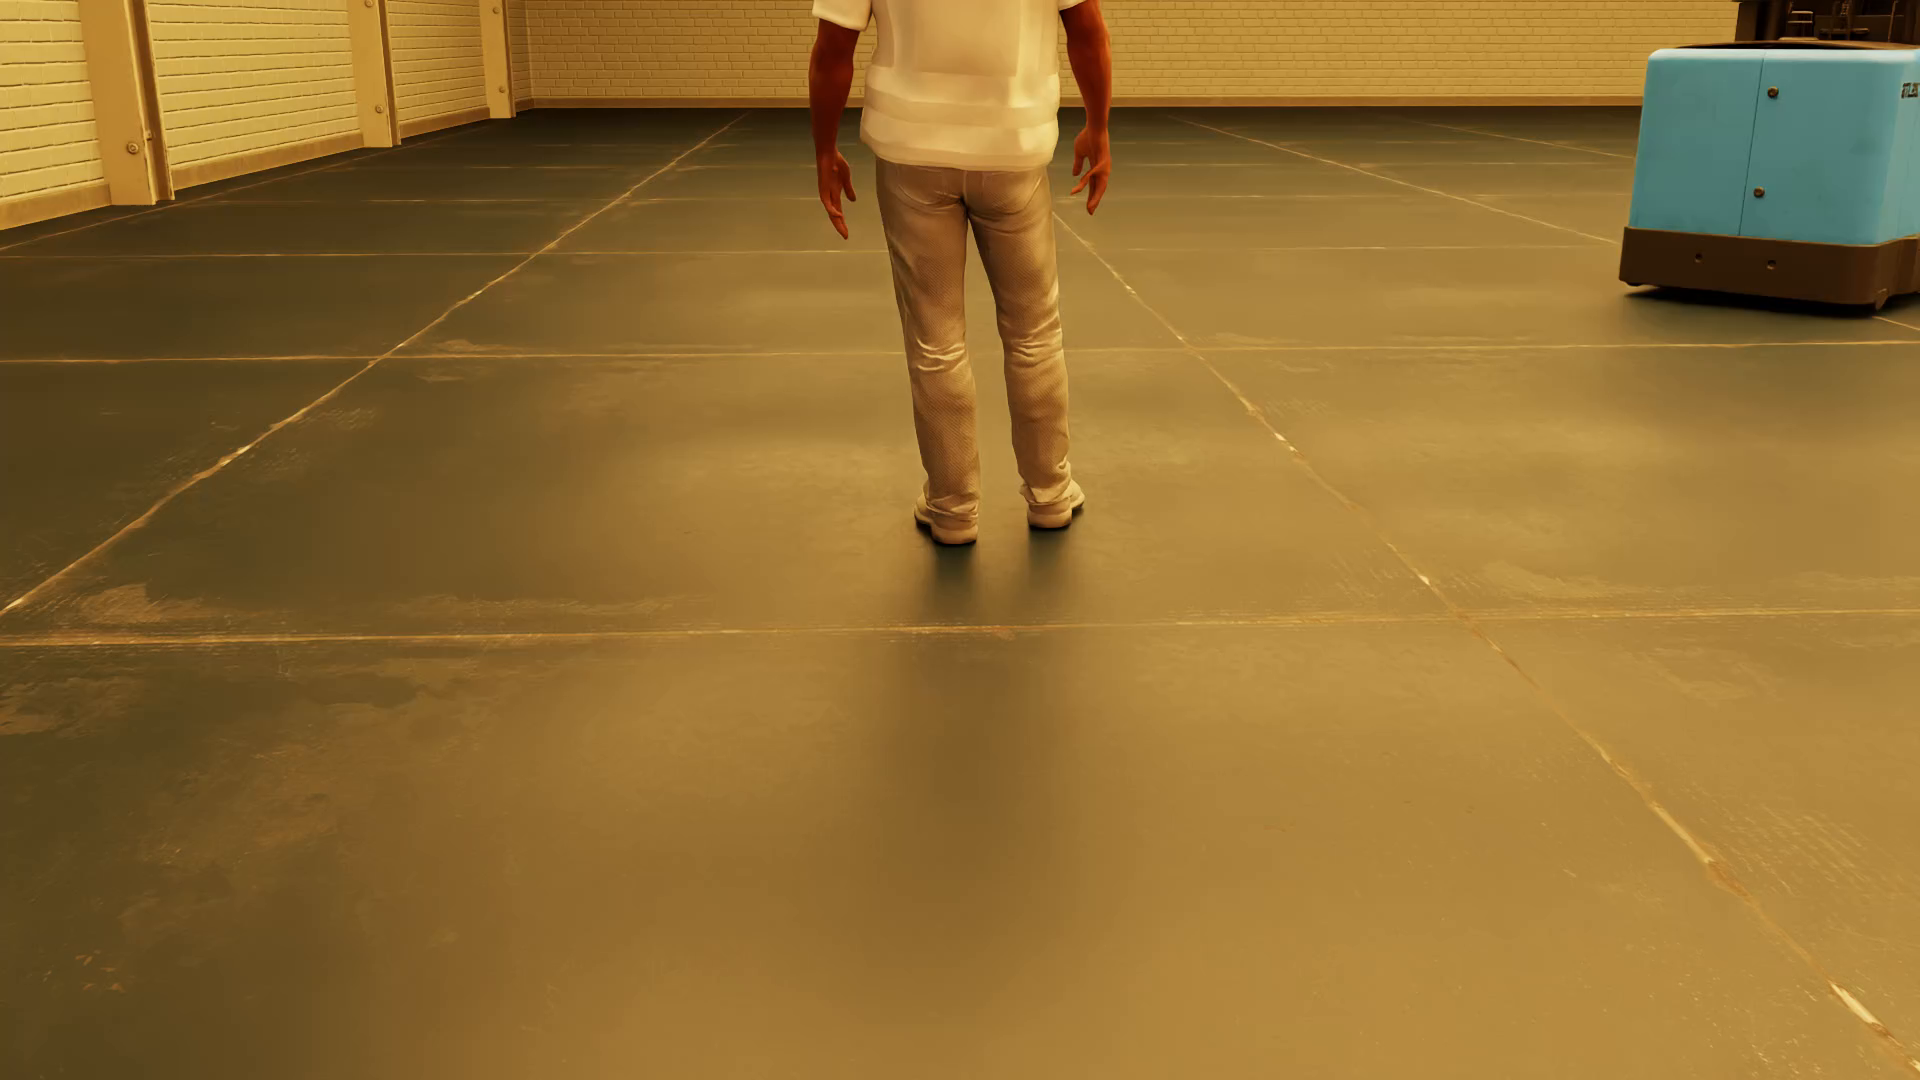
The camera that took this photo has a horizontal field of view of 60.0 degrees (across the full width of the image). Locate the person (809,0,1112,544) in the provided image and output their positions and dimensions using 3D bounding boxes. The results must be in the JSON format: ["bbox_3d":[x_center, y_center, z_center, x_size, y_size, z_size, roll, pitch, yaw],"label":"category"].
[{"bbox_3d":[0.003,-0.872,3.724,0.665,1.765,0.577,-1,17,-3],"label":"person"}]

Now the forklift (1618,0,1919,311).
[{"bbox_3d":[4.359,-2.711,7.771,1.130,2.935,3.031,16,23,42],"label":"forklift"}]
